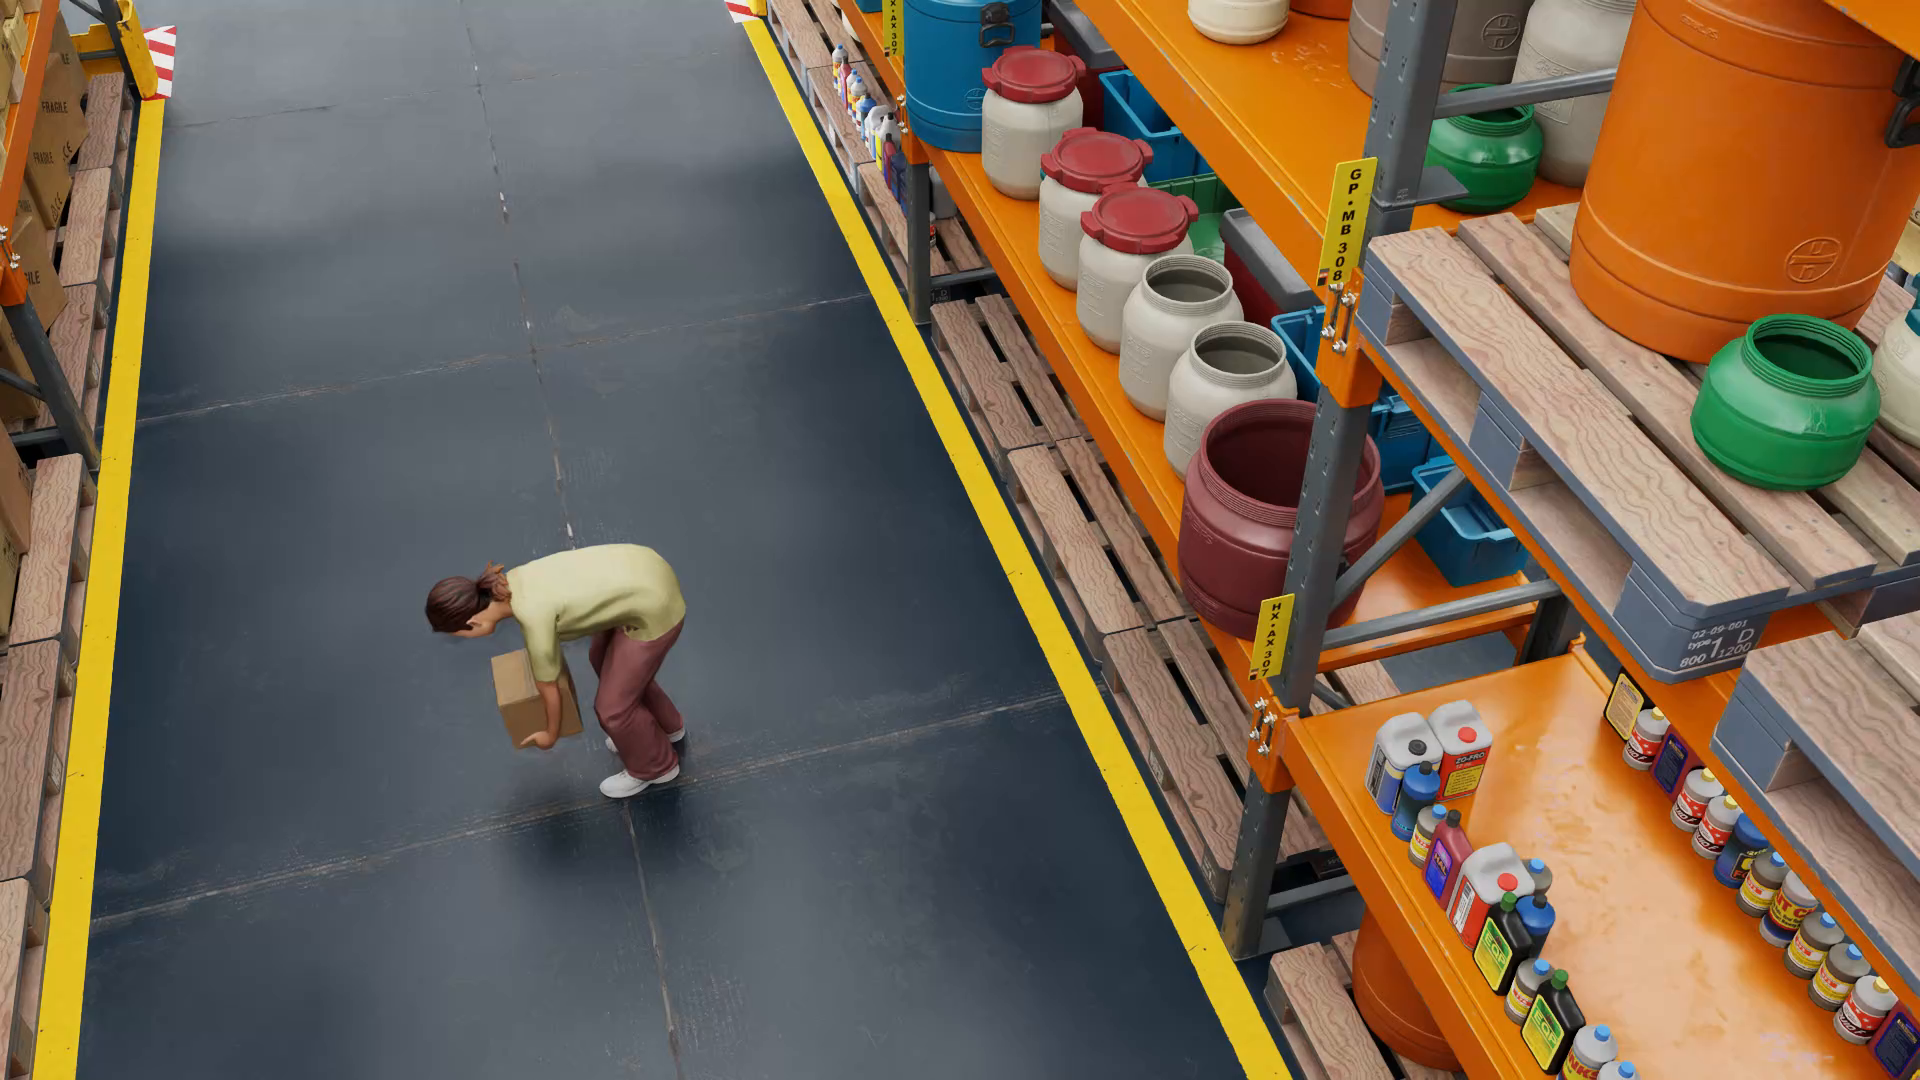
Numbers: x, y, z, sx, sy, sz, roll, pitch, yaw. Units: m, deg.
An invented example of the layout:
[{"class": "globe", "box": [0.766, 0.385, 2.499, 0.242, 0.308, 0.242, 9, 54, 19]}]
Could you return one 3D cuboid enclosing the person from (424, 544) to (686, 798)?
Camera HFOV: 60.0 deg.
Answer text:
[{"class": "person", "box": [-1.401, 0.479, 6.022, 0.865, 1.158, 0.415, -13, 44, -14]}]
